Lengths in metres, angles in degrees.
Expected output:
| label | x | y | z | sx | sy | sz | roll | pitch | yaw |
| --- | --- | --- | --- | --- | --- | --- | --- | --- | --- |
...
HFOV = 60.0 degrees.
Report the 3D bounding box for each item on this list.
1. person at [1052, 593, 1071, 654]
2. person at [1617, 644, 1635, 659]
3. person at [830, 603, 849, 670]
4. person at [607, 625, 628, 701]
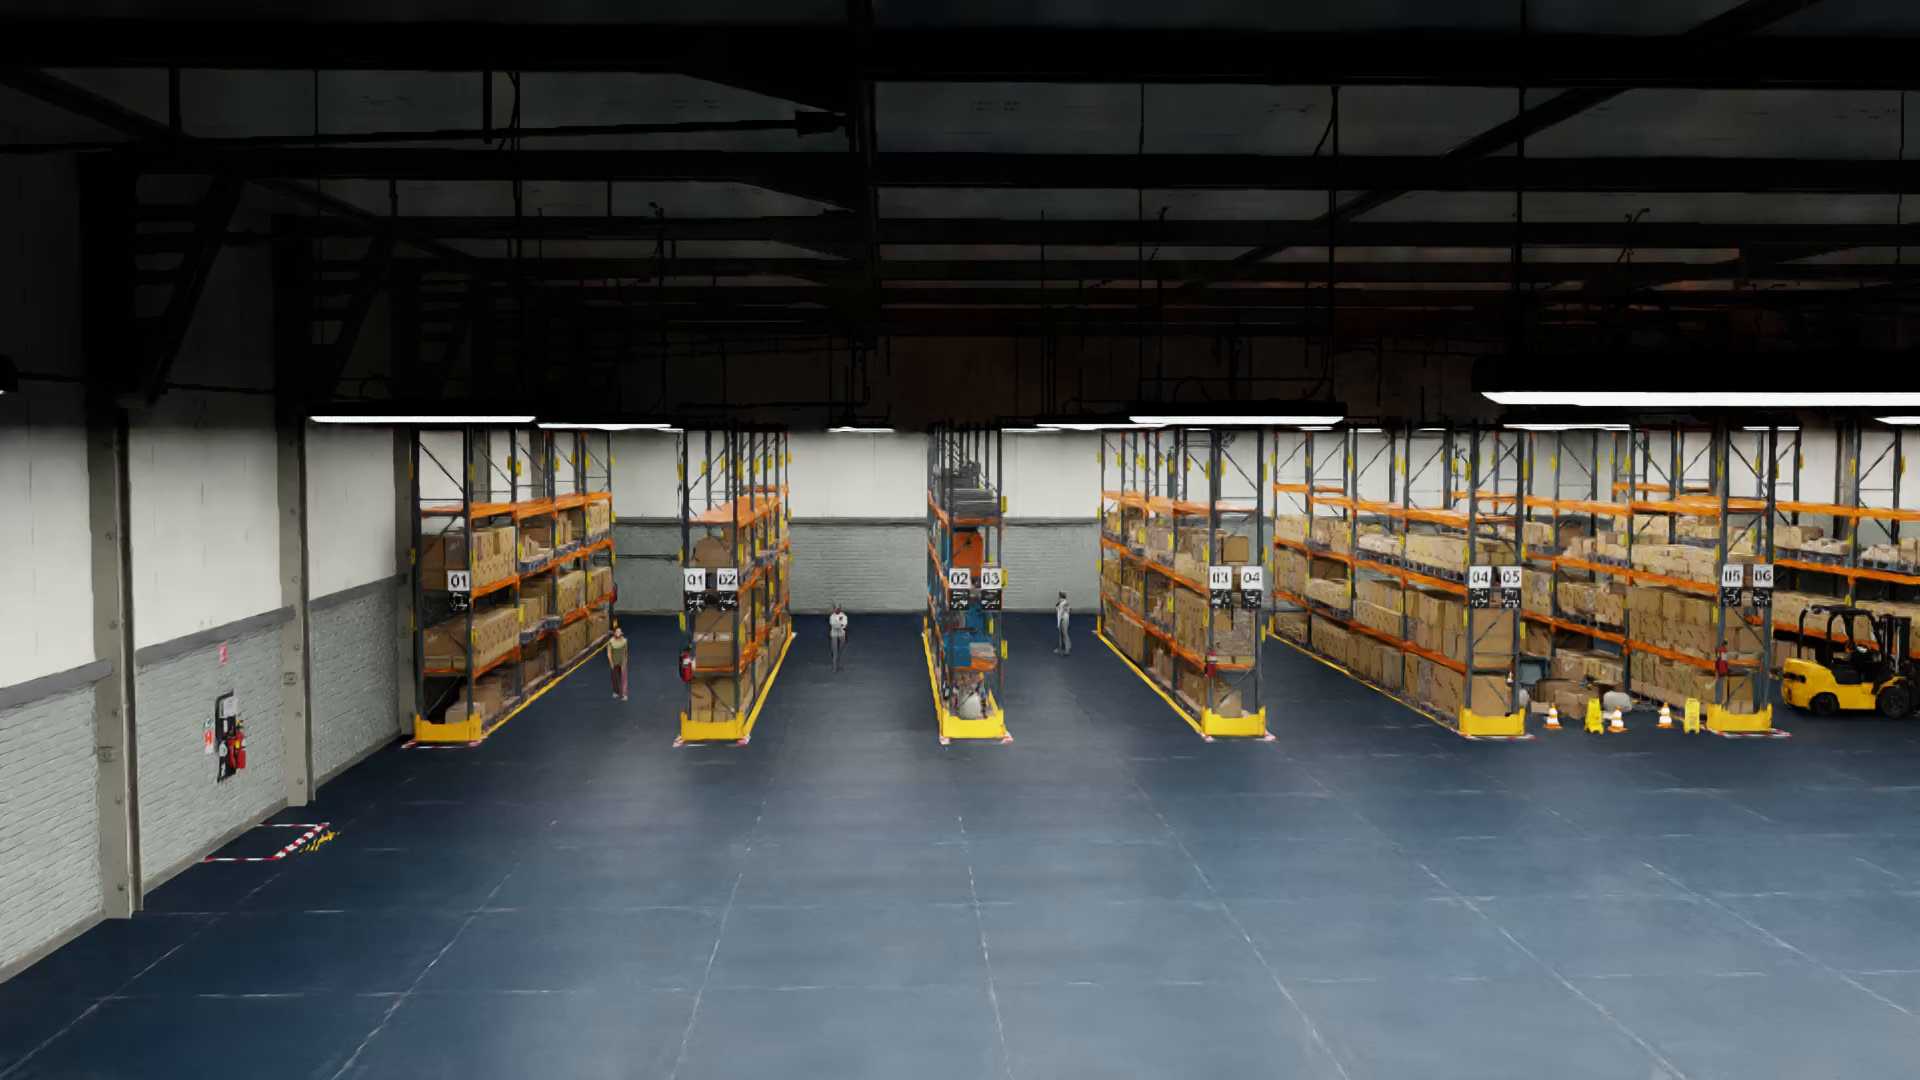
| label | x | y | z | sx | sy | sz | roll | pitch | yaw |
| --- | --- | --- | --- | --- | --- | --- | --- | --- | --- |
| person | 2.647 | 2.130 | 43.173 | 0.561 | 1.628 | 0.591 | 1 | 4 | 18 |
| person | 16.832 | 2.136 | 42.147 | 0.586 | 1.748 | 0.653 | 2 | 4 | 26 |
| person | -2.938 | 2.318 | 40.380 | 0.463 | 1.625 | 0.998 | 0 | 4 | -4 |
| person | -7.339 | 2.673 | 35.660 | 0.446 | 1.504 | 1.018 | -1 | 4 | -11 |
